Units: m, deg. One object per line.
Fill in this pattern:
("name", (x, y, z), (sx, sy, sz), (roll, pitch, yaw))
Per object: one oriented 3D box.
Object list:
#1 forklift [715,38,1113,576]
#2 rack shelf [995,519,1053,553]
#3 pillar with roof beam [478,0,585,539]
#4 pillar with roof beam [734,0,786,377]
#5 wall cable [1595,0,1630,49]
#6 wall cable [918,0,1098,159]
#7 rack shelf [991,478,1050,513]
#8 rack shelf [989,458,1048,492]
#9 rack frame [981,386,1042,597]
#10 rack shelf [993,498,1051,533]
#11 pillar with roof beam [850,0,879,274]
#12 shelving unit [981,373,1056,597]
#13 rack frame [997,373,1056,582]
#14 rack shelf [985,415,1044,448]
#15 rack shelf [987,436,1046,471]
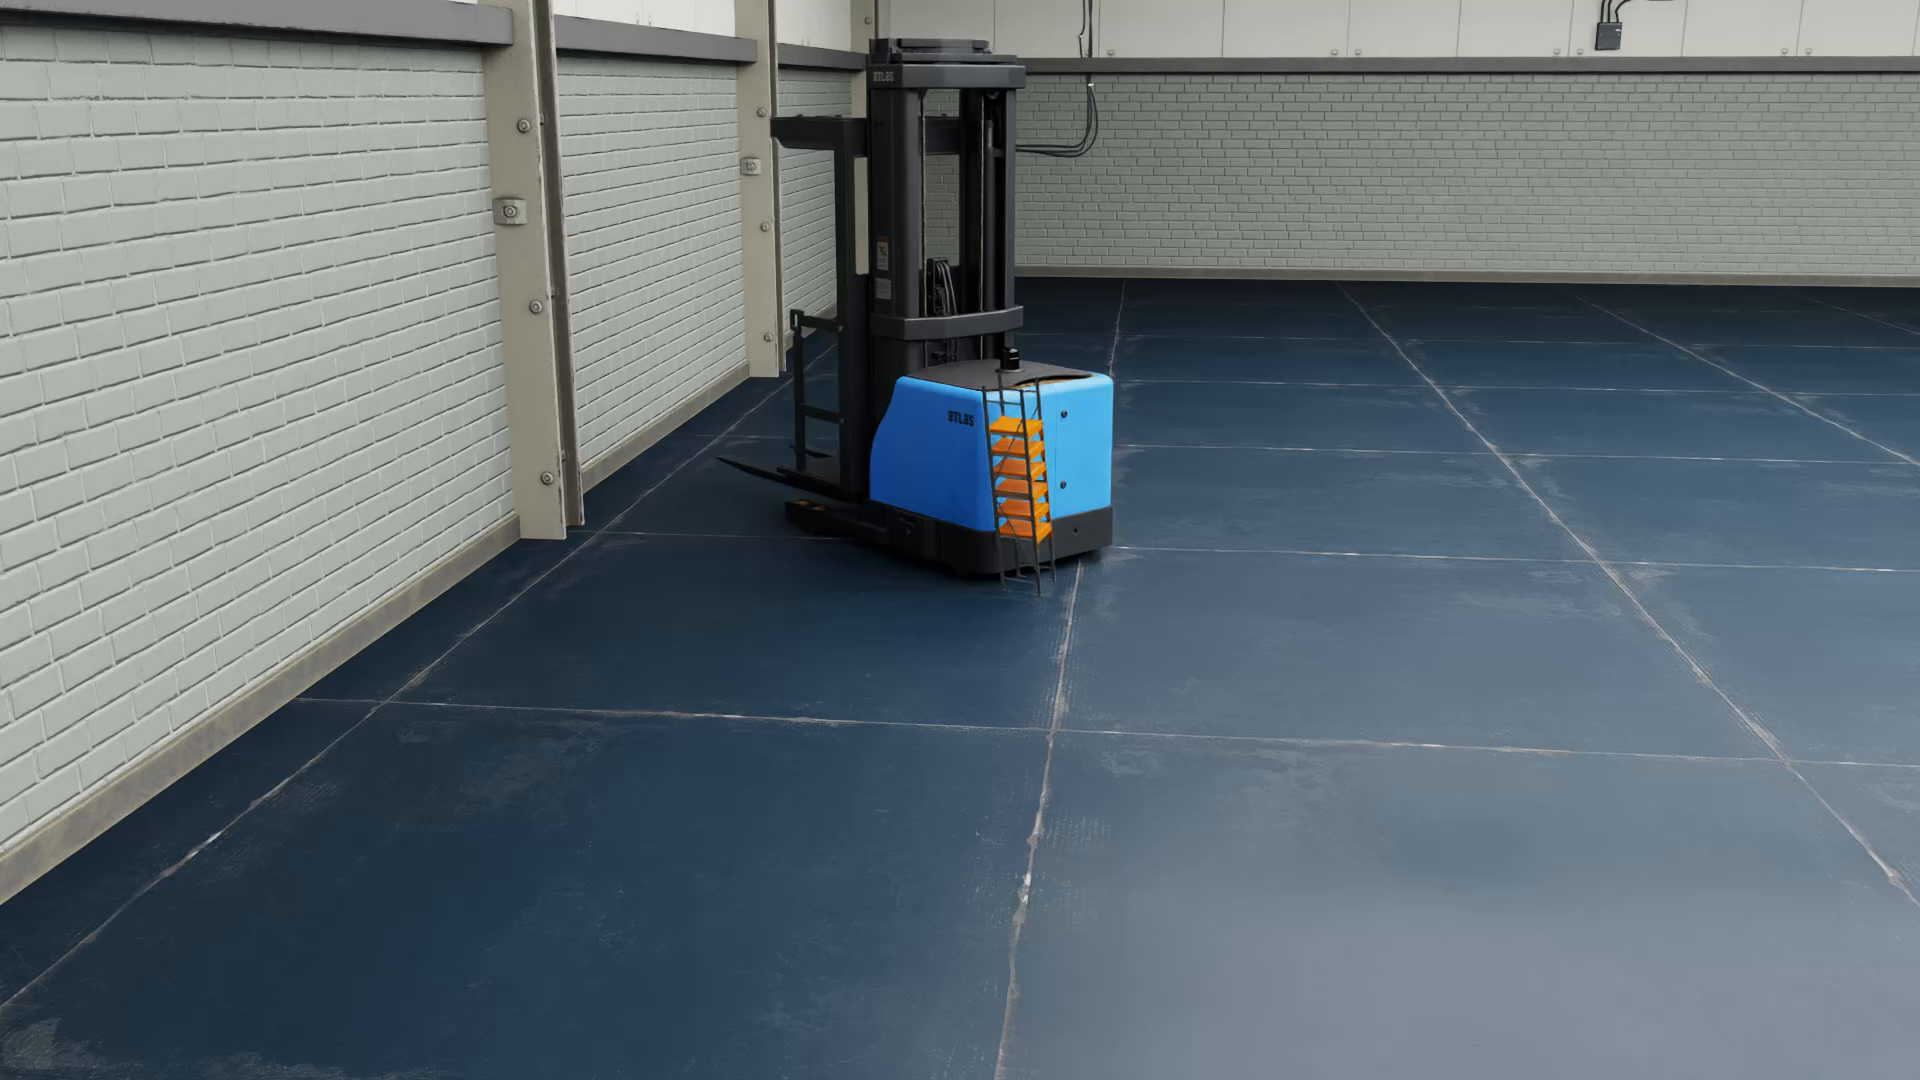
("forklift", (-0.445, -1.534, 10.222), (1.130, 2.935, 3.031), (-13, 20, -39))
("rack shelf", (0.348, -0.029, 9.009), (0.258, 0.103, 0.180), (8, 29, 27))
("pillar with roof beam", (1.721, -4.277, 8.738), (9.100, 9.000, 0.400), (2, 15, 6))
("pillar with roof beam", (2.398, -5.833, 14.493), (9.100, 9.000, 0.400), (2, 15, 6))
("wall cable", (9.875, -9.599, 21.905), (2.305, 6.003, 0.169), (2, 15, 6))
("wall cable", (0.444, -6.742, 23.804), (3.097, 2.526, 0.112), (2, 15, 6))
("rack shelf", (0.324, -0.244, 8.905), (0.258, 0.103, 0.180), (8, 29, 27))
("rack shelf", (0.312, -0.352, 8.853), (0.258, 0.103, 0.180), (8, 29, 27))
("rack frame", (0.277, -0.245, 8.815), (0.240, 1.200, 0.006), (8, 29, 27))
("rack shelf", (0.336, -0.137, 8.957), (0.258, 0.103, 0.180), (8, 29, 27))
("pillar with roof beam", (3.075, -7.389, 20.248), (9.100, 9.000, 0.400), (2, 15, 6))
("shelving unit", (0.320, -0.284, 8.886), (0.258, 1.200, 0.189), (8, 29, 27))
("rack frame", (0.363, -0.323, 8.957), (0.240, 1.200, 0.006), (8, 29, 27))
("rack shelf", (0.289, -0.567, 8.750), (0.258, 0.103, 0.180), (8, 29, 27))
("rack shelf", (0.301, -0.460, 8.801), (0.258, 0.103, 0.180), (8, 29, 27))
